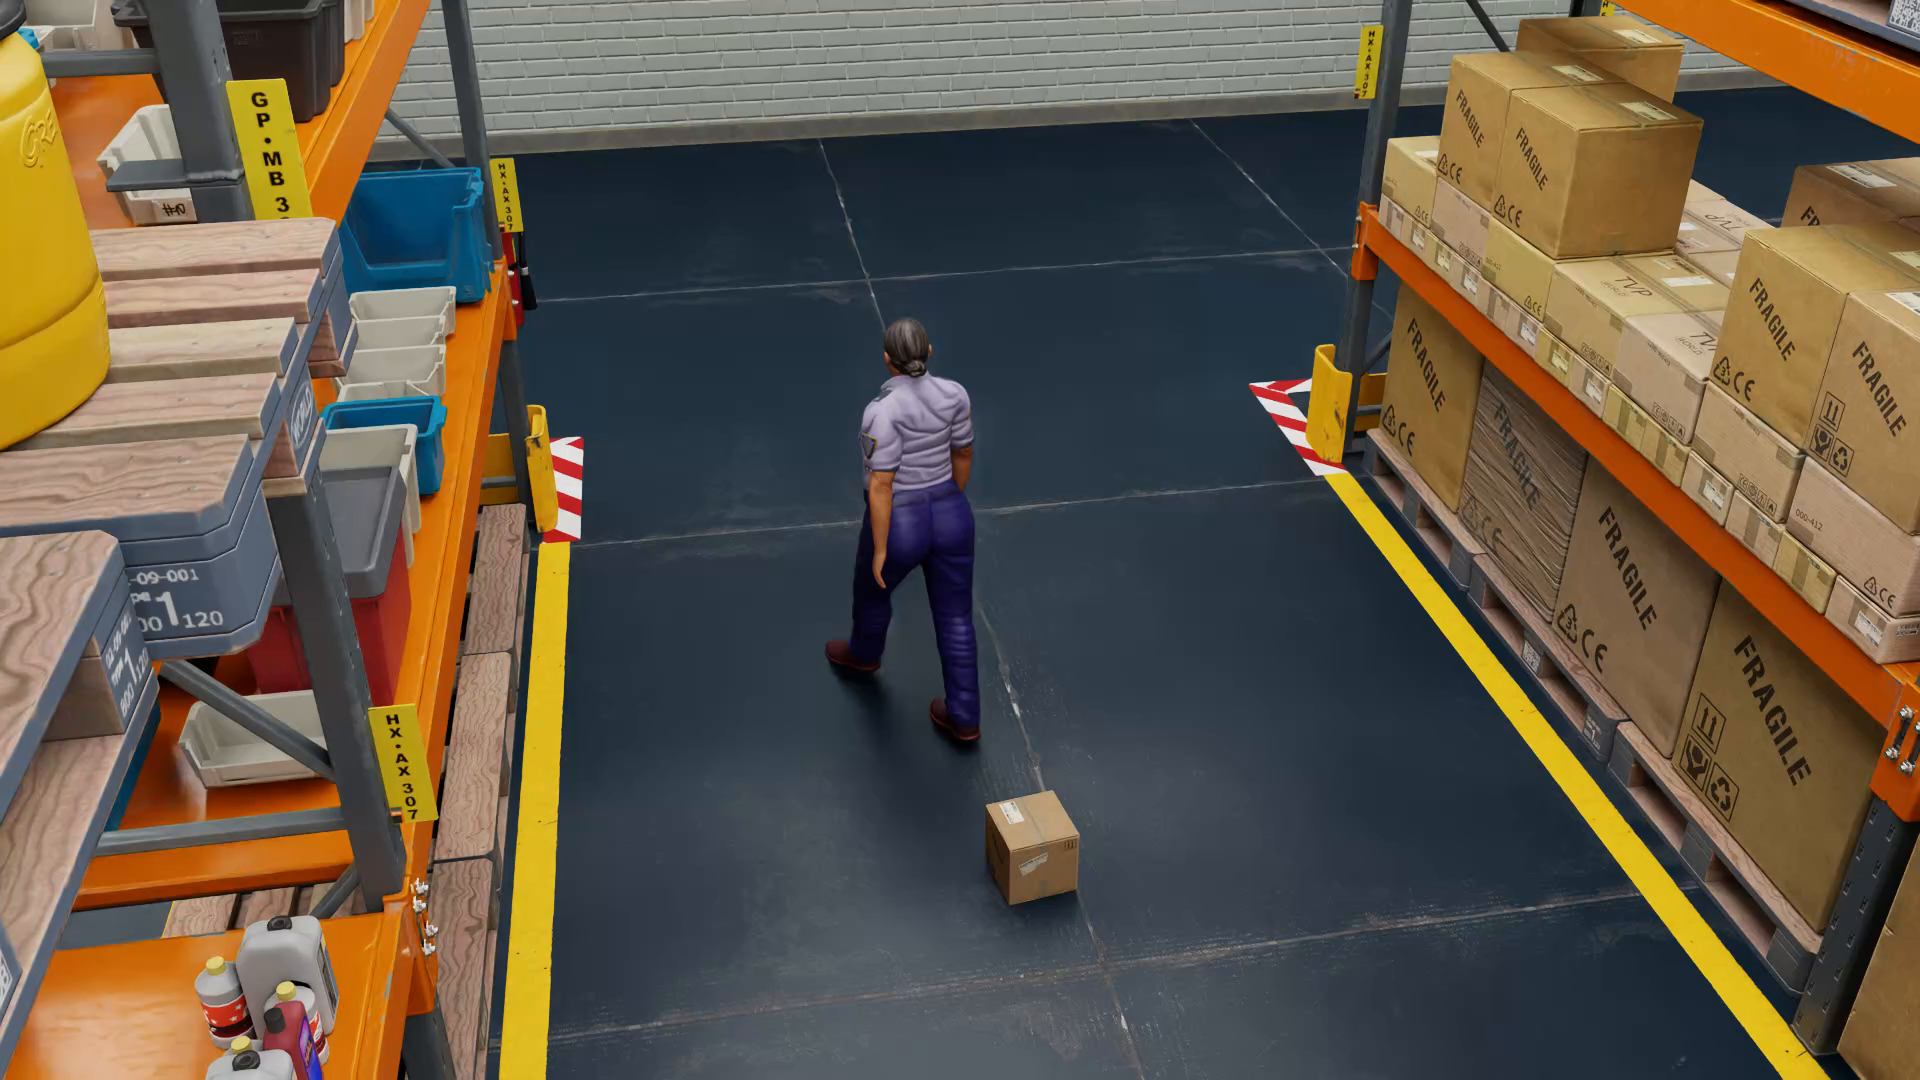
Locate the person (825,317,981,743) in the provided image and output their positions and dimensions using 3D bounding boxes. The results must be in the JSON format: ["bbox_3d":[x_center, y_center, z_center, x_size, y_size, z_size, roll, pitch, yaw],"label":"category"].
[{"bbox_3d":[-0.175,-0.083,6.279,0.506,1.603,0.892,-15,34,-23],"label":"person"}]
